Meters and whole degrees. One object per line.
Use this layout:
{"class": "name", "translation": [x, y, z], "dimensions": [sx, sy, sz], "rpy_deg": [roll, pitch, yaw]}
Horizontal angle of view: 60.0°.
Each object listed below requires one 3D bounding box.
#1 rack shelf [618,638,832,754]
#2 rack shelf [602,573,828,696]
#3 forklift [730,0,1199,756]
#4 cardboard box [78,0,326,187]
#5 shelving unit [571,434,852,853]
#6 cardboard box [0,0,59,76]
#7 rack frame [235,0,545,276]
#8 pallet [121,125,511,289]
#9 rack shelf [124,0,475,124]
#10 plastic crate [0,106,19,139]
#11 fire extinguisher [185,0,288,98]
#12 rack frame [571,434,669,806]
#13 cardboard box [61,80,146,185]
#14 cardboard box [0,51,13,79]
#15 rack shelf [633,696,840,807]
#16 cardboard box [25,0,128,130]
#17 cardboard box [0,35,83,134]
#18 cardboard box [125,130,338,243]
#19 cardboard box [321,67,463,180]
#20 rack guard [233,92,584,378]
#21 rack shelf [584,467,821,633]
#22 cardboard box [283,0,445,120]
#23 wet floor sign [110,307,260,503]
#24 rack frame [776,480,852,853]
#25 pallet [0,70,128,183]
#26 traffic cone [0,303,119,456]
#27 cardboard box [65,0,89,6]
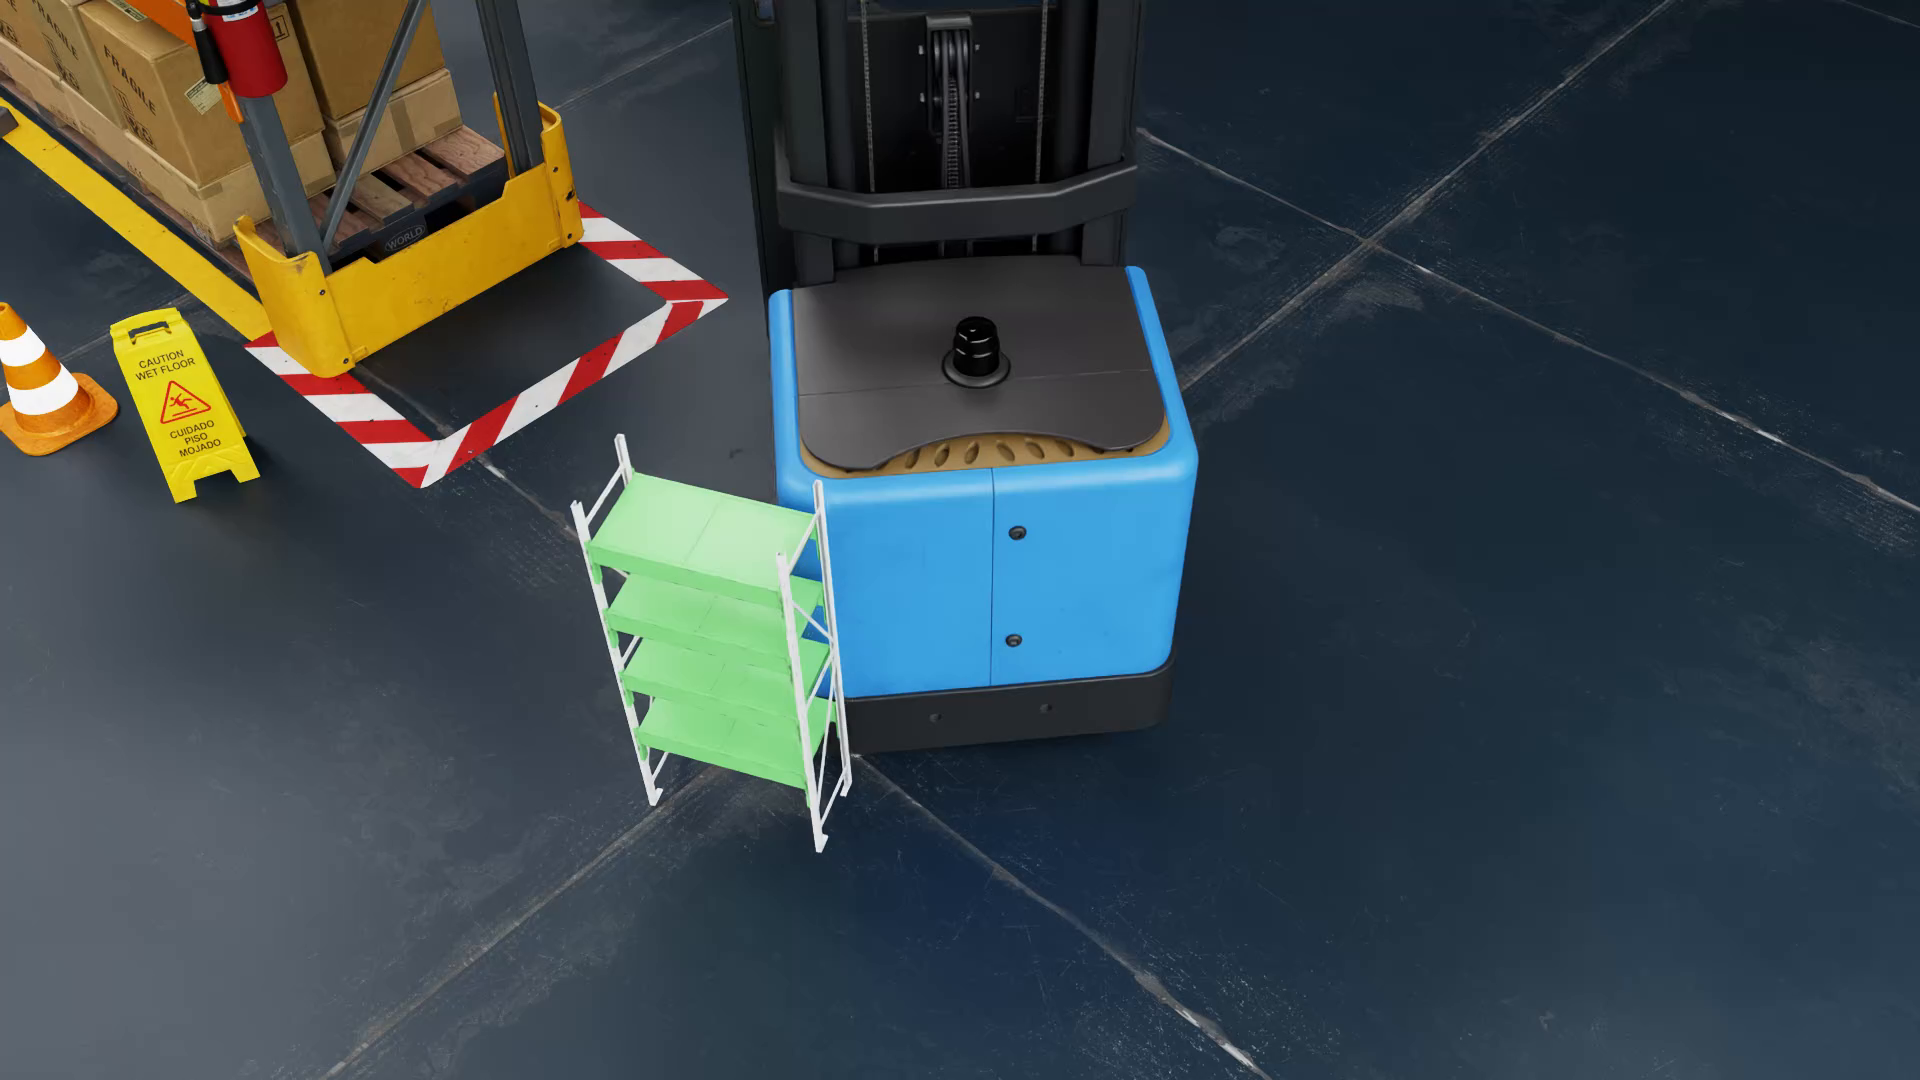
{"class": "rack shelf", "translation": [-0.579, 0.340, 4.191], "dimensions": [0.480, 0.148, 0.258], "rpy_deg": [13, 50, 12]}
{"class": "rack shelf", "translation": [-0.581, 0.180, 4.012], "dimensions": [0.480, 0.148, 0.258], "rpy_deg": [13, 50, 12]}
{"class": "forklift", "translation": [-0.080, -1.488, 4.637], "dimensions": [1.130, 2.935, 3.031], "rpy_deg": [-4, 47, -4]}
{"class": "cardboard box", "translation": [-2.641, -1.646, 5.822], "dimensions": [0.500, 0.500, 0.500], "rpy_deg": [34, 56, 28]}
{"class": "shelving unit", "translation": [-0.579, 0.298, 4.143], "dimensions": [0.503, 1.200, 0.258], "rpy_deg": [13, 50, 12]}
{"class": "cardboard box", "translation": [-3.393, -2.156, 6.300], "dimensions": [0.500, 0.500, 0.500], "rpy_deg": [33, 55, 27]}
{"class": "rack frame", "translation": [-1.875, -1.930, 5.005], "dimensions": [0.127, 3.000, 1.000], "rpy_deg": [34, 55, 28]}
{"class": "pallet", "translation": [-2.504, -1.434, 6.452], "dimensions": [1.213, 0.211, 1.003], "rpy_deg": [34, 55, 28]}
{"class": "rack shelf", "translation": [-3.345, -2.673, 6.196], "dimensions": [4.000, 0.370, 1.077], "rpy_deg": [34, 55, 28]}
{"class": "plastic crate", "translation": [-4.217, -1.693, 6.785], "dimensions": [0.583, 0.080, 0.402], "rpy_deg": [17, 49, 15]}
{"class": "fire extinguisher", "translation": [-2.104, -1.600, 4.748], "dimensions": [0.183, 0.674, 0.296], "rpy_deg": [34, 55, 28]}
{"class": "rack frame", "translation": [-0.812, 0.243, 4.195], "dimensions": [0.015, 1.200, 0.240], "rpy_deg": [13, 50, 12]}
{"class": "cardboard box", "translation": [-3.027, -1.649, 6.339], "dimensions": [0.500, 0.250, 0.500], "rpy_deg": [34, 55, 28]}
{"class": "cardboard box", "translation": [-3.773, -2.156, 6.814], "dimensions": [0.500, 0.250, 0.500], "rpy_deg": [33, 55, 27]}
{"class": "rack shelf", "translation": [-0.577, 0.501, 4.369], "dimensions": [0.480, 0.148, 0.258], "rpy_deg": [13, 50, 12]}
{"class": "cardboard box", "translation": [-3.027, -1.902, 6.062], "dimensions": [0.500, 0.500, 0.500], "rpy_deg": [36, 56, 29]}
{"class": "cardboard box", "translation": [-3.415, -1.905, 6.579], "dimensions": [0.500, 0.250, 0.500], "rpy_deg": [32, 55, 26]}
{"class": "cardboard box", "translation": [-2.669, -1.400, 6.105], "dimensions": [0.500, 0.250, 0.500], "rpy_deg": [34, 55, 28]}
{"class": "cardboard box", "translation": [-2.280, -1.680, 6.368], "dimensions": [0.500, 0.250, 0.500], "rpy_deg": [33, 55, 27]}
{"class": "rack guard", "translation": [-1.931, -1.112, 5.951], "dimensions": [0.348, 0.500, 1.175], "rpy_deg": [34, 55, 28]}
{"class": "rack shelf", "translation": [-0.583, 0.020, 3.834], "dimensions": [0.480, 0.148, 0.258], "rpy_deg": [13, 50, 12]}
{"class": "cardboard box", "translation": [-2.298, -1.948, 6.105], "dimensions": [0.500, 0.500, 0.500], "rpy_deg": [32, 55, 27]}
{"class": "wet floor sign", "translation": [-2.461, -0.457, 5.237], "dimensions": [0.267, 0.644, 0.232], "rpy_deg": [-21, 50, -18]}
{"class": "rack frame", "translation": [-0.347, 0.352, 4.092], "dimensions": [0.015, 1.200, 0.240], "rpy_deg": [13, 50, 12]}
{"class": "pallet", "translation": [-3.396, -2.037, 7.018], "dimensions": [1.213, 0.211, 1.003], "rpy_deg": [34, 55, 28]}
{"class": "traffic cone", "translation": [-3.066, -0.584, 5.480], "dimensions": [0.334, 0.463, 0.336], "rpy_deg": [34, 55, 28]}
{"class": "cardboard box", "translation": [-2.956, -2.014, 5.722], "dimensions": [0.250, 0.149, 0.380], "rpy_deg": [36, 56, 29]}
